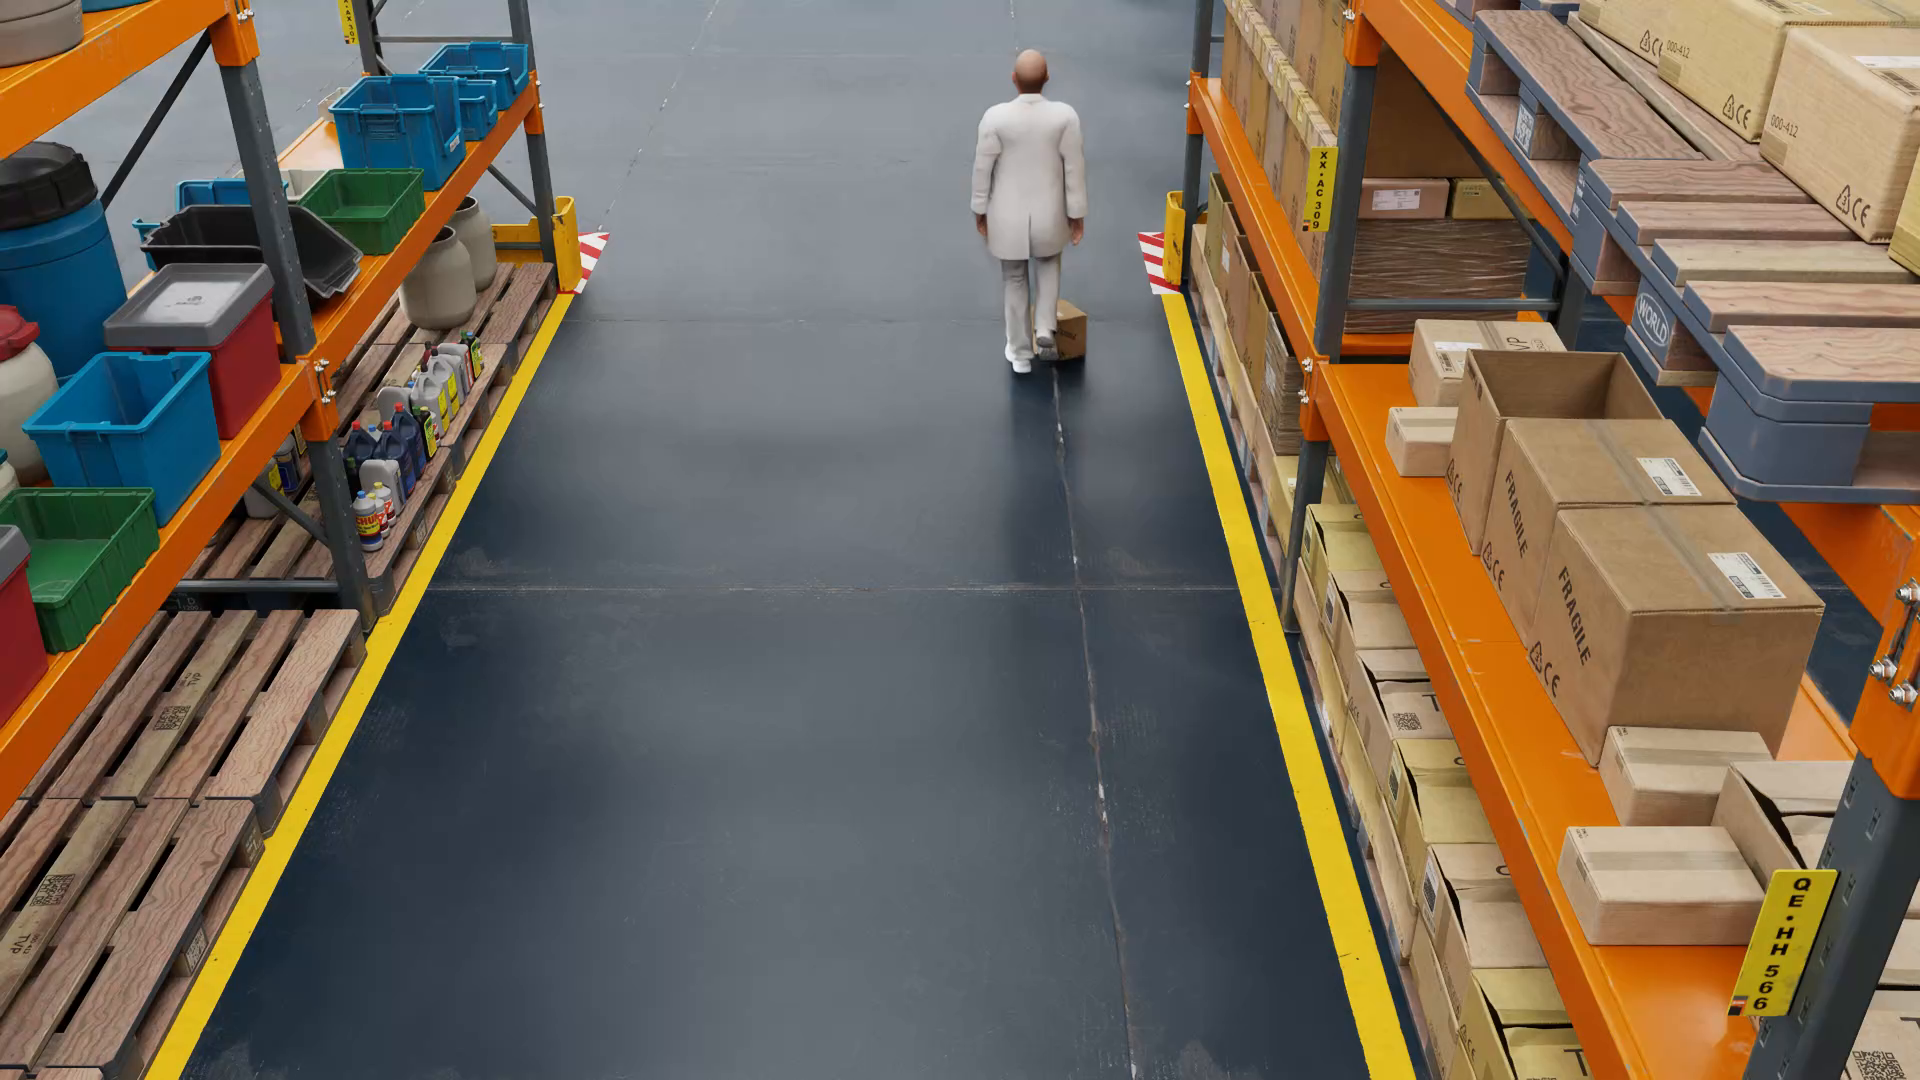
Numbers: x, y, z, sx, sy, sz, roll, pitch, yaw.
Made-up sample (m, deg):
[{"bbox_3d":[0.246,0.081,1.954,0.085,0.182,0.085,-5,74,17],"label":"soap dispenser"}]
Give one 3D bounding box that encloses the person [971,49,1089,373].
[{"bbox_3d":[0.371,-1.789,9.087,0.627,1.804,0.482,-3,31,-5],"label":"person"}]
